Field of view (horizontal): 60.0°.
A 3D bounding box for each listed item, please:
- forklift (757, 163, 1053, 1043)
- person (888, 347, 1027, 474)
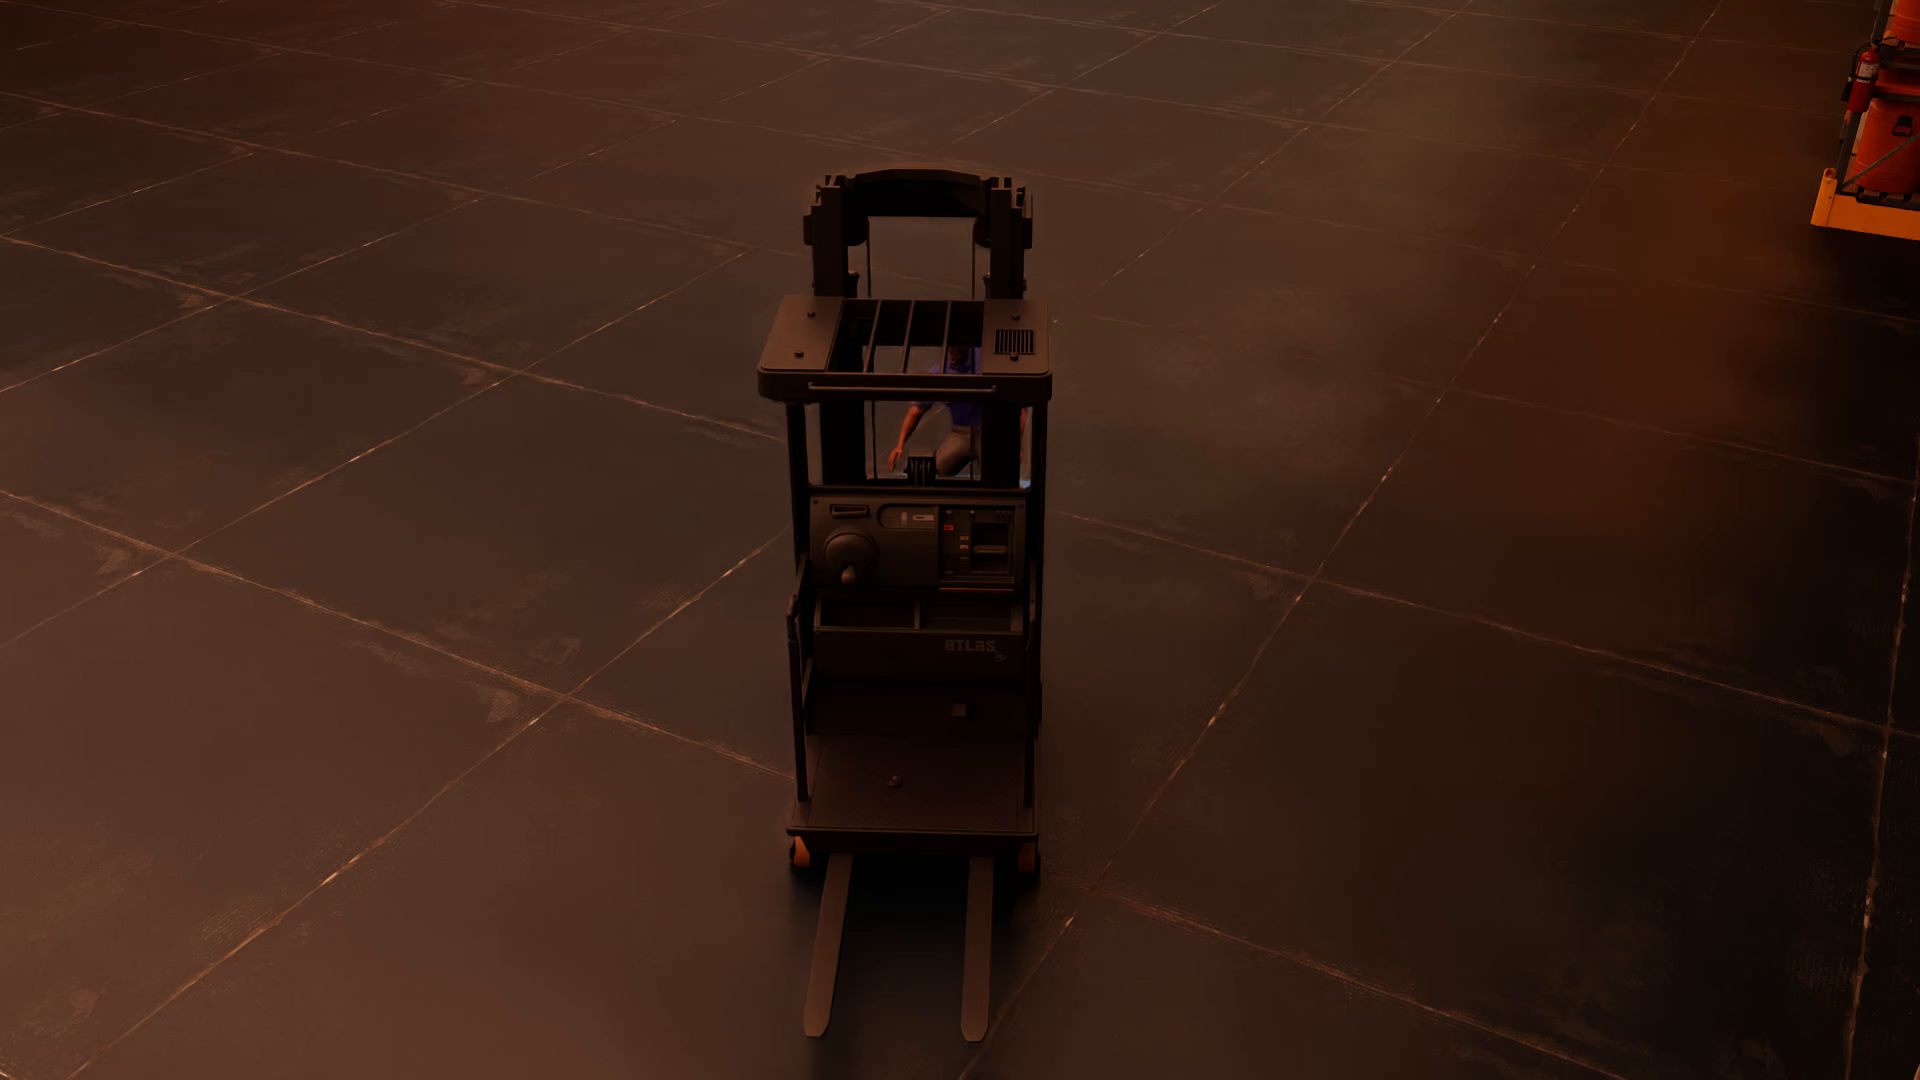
[{"bbox_3d":[-0.188,0.055,6.976,1.130,2.935,3.031,1,30,2],"label":"forklift"},{"bbox_3d":[-0.017,-0.496,9.361,0.796,1.494,0.640,7,31,12],"label":"person"}]
